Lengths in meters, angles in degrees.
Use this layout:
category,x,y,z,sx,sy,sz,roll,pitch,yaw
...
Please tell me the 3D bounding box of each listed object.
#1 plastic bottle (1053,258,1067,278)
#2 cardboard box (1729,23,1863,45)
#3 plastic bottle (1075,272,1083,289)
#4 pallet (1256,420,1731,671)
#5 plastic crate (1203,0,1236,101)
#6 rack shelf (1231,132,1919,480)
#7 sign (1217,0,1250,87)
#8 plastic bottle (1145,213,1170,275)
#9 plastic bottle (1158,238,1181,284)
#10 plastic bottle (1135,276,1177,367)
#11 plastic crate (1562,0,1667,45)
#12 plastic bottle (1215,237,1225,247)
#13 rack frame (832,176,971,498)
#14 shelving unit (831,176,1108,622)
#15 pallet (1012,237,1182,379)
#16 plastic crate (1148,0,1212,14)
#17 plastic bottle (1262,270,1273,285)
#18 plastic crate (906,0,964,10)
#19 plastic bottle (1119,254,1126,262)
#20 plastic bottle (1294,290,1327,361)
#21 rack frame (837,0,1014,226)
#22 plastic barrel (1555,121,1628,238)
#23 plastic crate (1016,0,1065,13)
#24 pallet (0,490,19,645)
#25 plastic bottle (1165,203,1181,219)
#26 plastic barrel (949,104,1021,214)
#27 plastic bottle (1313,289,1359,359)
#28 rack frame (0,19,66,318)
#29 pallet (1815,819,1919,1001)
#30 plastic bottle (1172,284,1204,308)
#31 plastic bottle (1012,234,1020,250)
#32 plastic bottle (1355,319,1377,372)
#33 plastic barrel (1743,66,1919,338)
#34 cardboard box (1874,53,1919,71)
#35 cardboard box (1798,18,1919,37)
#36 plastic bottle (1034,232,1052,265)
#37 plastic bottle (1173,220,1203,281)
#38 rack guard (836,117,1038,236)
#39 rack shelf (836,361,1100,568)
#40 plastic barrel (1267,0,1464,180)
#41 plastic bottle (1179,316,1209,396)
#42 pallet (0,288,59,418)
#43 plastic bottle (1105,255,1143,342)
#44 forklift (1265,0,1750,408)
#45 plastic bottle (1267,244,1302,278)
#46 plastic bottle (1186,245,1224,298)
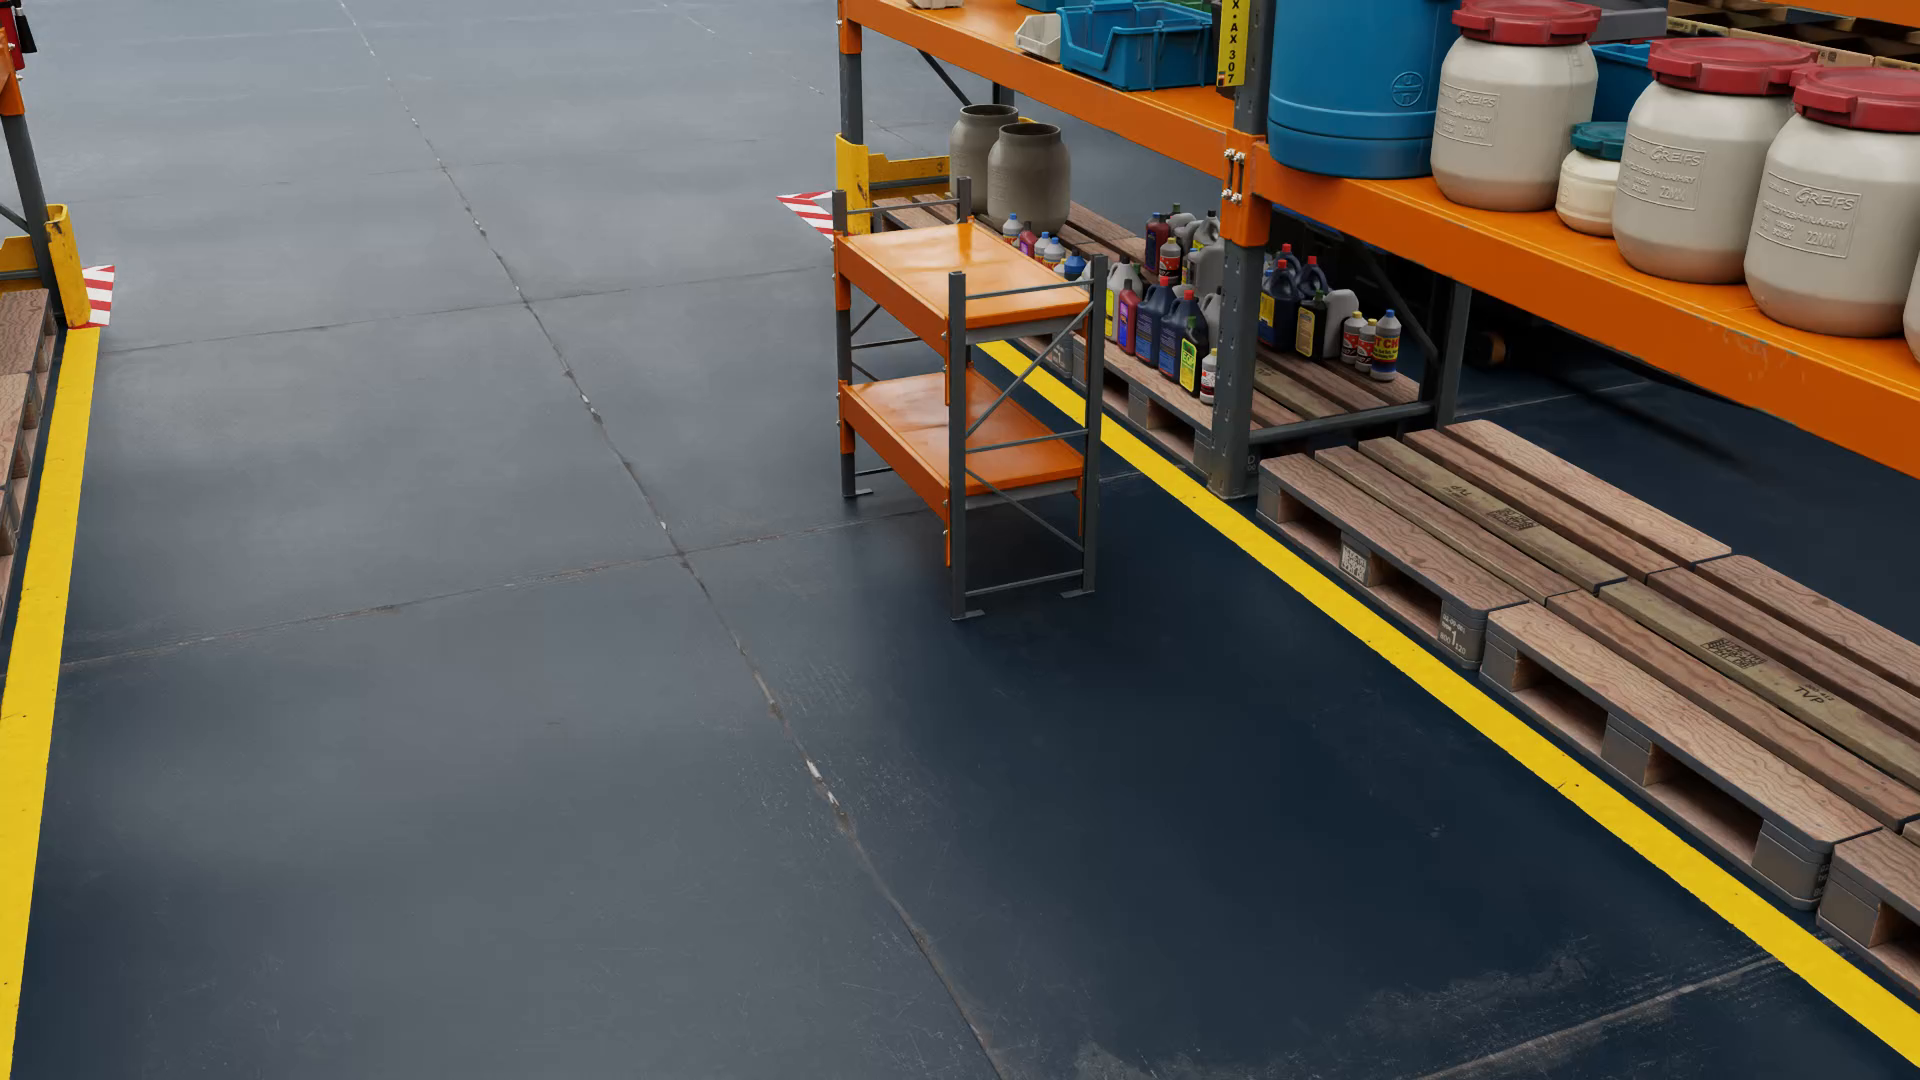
category,x,y,z,sx,sy,sz,roll,pitch,yaw
plastic bottle,0.461,-1.144,7.362,0.097,0.201,0.097,0,26,0
cardboard box,4.795,-2.692,9.644,0.500,0.500,0.500,-11,28,-21
plastic bottle,0.541,-1.061,7.192,0.097,0.201,0.097,0,26,0
pallet,1.735,-0.029,5.570,1.003,0.211,1.213,-11,28,-21
plastic crate,1.304,-1.798,6.085,0.767,0.338,0.504,-11,28,-21
rack shelf,2.175,-0.462,4.098,1.077,0.370,4.000,-11,28,-21
sign,0.881,-1.627,5.348,0.100,0.325,0.005,-11,28,-21
plastic bottle,0.924,-1.394,7.780,0.061,0.283,0.133,-11,28,-21
plastic bottle,0.968,-1.290,7.662,0.097,0.201,0.097,0,26,0
plastic bottle,0.799,-0.888,6.668,0.144,0.351,0.185,-12,29,-23
plastic crate,1.863,-1.479,5.287,0.402,0.464,0.583,-11,28,-21
plastic bottle,1.217,-1.245,7.399,0.144,0.351,0.185,-11,28,-21
rack frame,-0.196,-0.708,5.918,0.500,1.125,0.032,-11,28,-21
shelving unit,0.003,-0.503,5.498,0.538,1.125,1.048,-11,28,-21
pallet,0.686,-1.111,7.786,1.003,0.211,1.213,-11,28,-21
plastic crate,1.120,-2.094,6.862,0.450,0.188,0.662,-11,28,-21
plastic bottle,1.290,-1.000,6.987,0.097,0.271,0.097,0,26,0
plastic crate,-0.120,-2.673,8.106,0.298,0.136,0.250,-11,28,-21
plastic bottle,0.710,-1.073,7.124,0.061,0.283,0.133,-11,28,-21
plastic bottle,1.421,-0.881,6.731,0.061,0.283,0.133,-11,28,-21
rack frame,-0.175,-3.208,8.901,1.000,3.000,0.127,-11,28,-21
plastic barrel,1.769,-0.970,4.476,0.301,0.262,0.301,0,26,0
plastic crate,0.546,-2.727,8.086,0.499,0.251,0.408,-11,28,-21
pallet,-3.461,0.246,5.005,1.003,0.211,1.213,-11,28,-21
plastic bottle,1.010,-1.475,7.946,0.061,0.283,0.133,-10,28,-19
plastic barrel,0.153,-2.026,8.837,0.421,0.512,0.421,0,26,0
plastic bottle,1.519,-0.896,6.770,0.152,0.276,0.135,-10,28,-19
rack frame,-4.732,-2.357,7.158,1.000,3.000,0.127,-11,28,-21
pallet,2.691,0.956,3.552,1.003,0.211,1.213,-11,28,-21
plastic bottle,0.926,-0.890,6.757,0.152,0.276,0.135,-11,28,-21
plastic bottle,0.289,-1.321,7.724,0.097,0.201,0.097,0,26,0
plastic bottle,1.631,-0.778,6.613,0.097,0.201,0.097,0,26,0
plastic barrel,2.021,-0.759,3.731,0.433,0.535,0.433,0,26,0
cardboard box,5.184,-2.287,8.816,0.500,0.500,0.500,-11,28,-21
cardboard box,5.273,-2.781,9.827,0.500,0.500,0.500,-11,28,-21
plastic bottle,0.383,-1.256,7.511,0.097,0.271,0.097,0,26,0
plastic bottle,1.076,-1.353,7.705,0.152,0.276,0.135,-11,28,-22
rack guard,-0.102,-2.062,9.403,1.175,0.500,0.348,-11,28,-21
rack shelf,0.003,-0.283,5.605,0.538,0.278,1.000,-11,28,-21
plastic barrel,1.264,-1.610,5.058,0.600,0.901,0.708,-11,28,-21
plastic bottle,0.900,-0.708,6.375,0.061,0.283,0.133,-9,27,-18
pallet,-4.417,-0.739,7.023,1.003,0.211,1.213,-11,28,-21
plastic bottle,0.673,-1.019,6.935,0.144,0.351,0.185,-11,28,-21
forklift,2.646,-2.284,7.088,1.130,2.935,3.031,-11,28,-22
plastic bottle,1.384,-1.074,7.048,0.144,0.351,0.185,-12,28,-23
plastic bottle,1.091,-1.176,7.343,0.152,0.276,0.135,-11,28,-21
